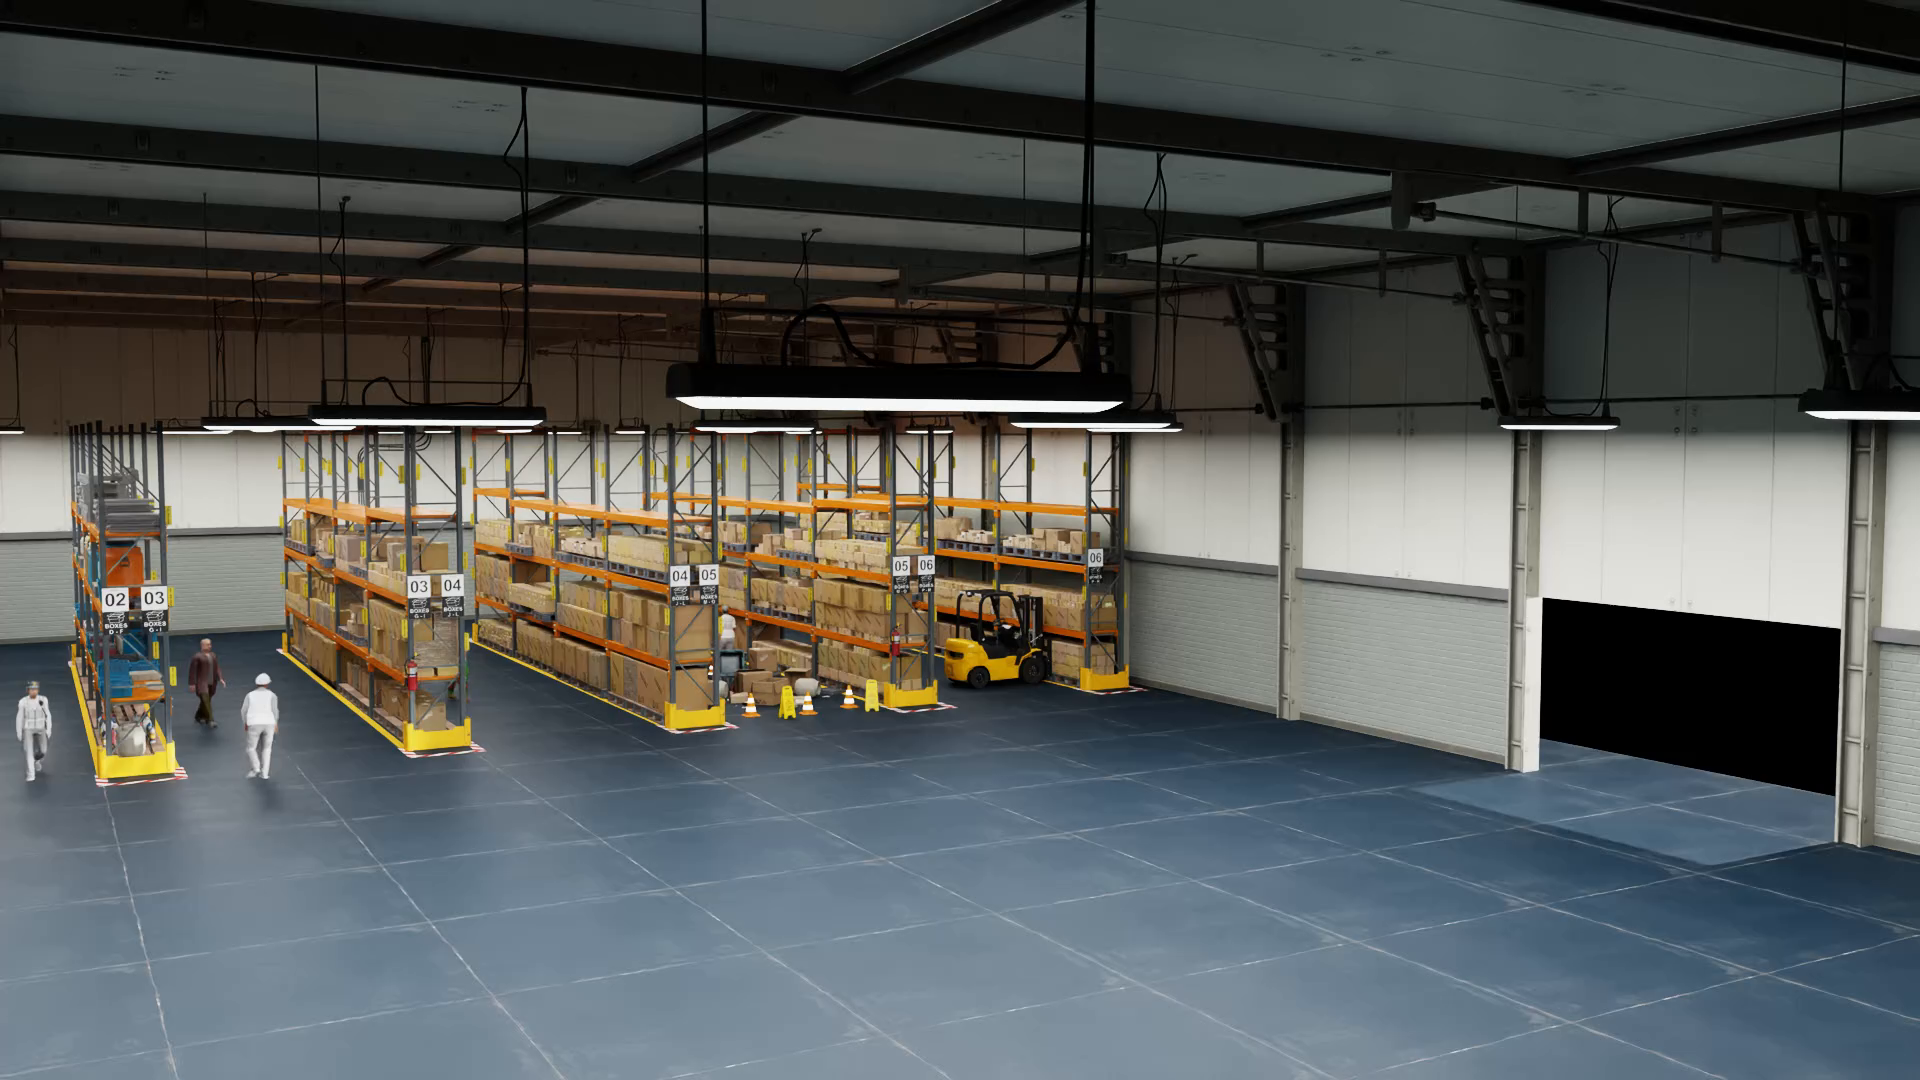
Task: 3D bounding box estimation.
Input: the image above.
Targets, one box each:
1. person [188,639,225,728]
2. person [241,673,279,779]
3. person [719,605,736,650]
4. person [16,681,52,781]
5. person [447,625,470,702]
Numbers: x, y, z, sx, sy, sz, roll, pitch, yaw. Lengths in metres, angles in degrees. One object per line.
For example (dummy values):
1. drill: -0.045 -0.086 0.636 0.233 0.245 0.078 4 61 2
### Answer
1. person: -14.786 2.812 32.685 1.105 1.729 0.645 2 4 31
2. person: -11.713 3.129 27.854 0.576 1.750 0.651 -2 4 -28
3. person: -5.661 2.439 40.136 0.558 1.710 0.429 -3 4 -35
4. person: -15.563 3.171 27.947 0.516 1.633 0.893 -3 4 -38
5. person: -10.874 2.611 36.084 0.522 1.735 0.962 -3 5 -39
